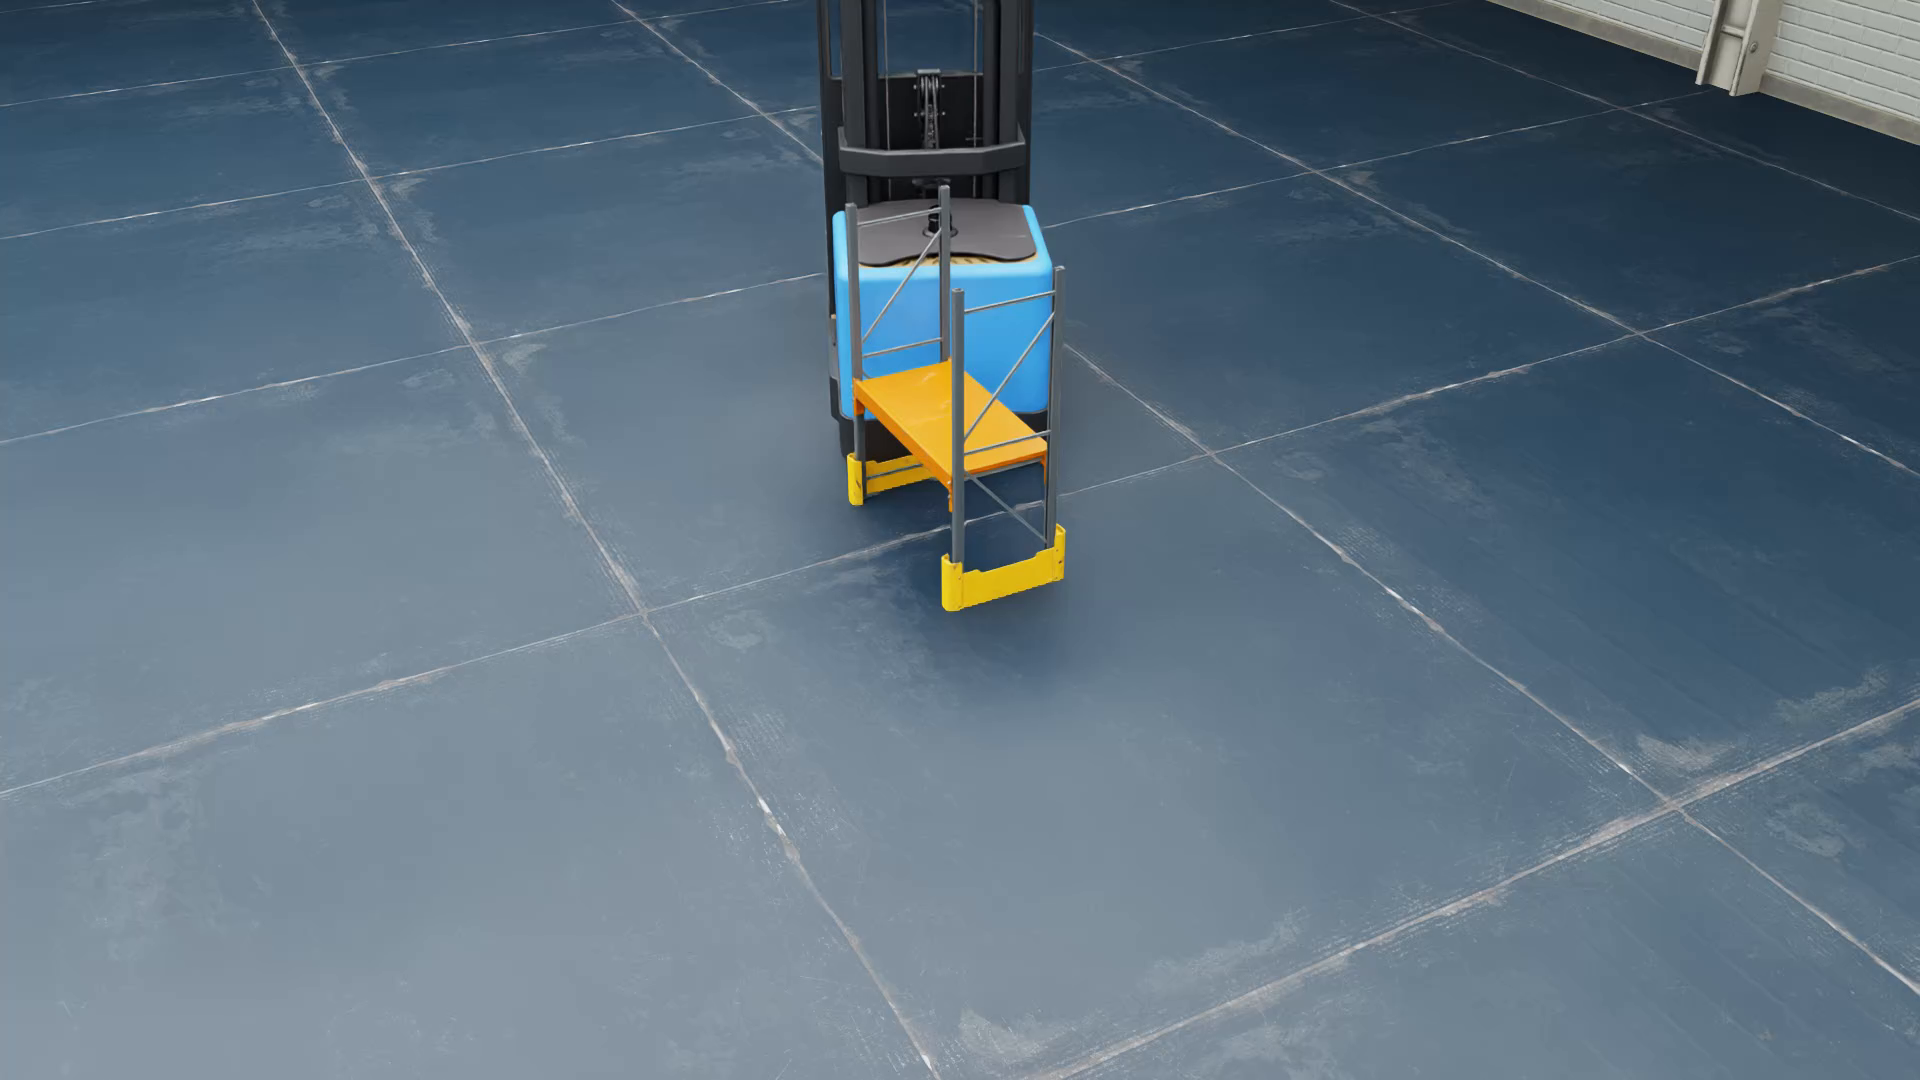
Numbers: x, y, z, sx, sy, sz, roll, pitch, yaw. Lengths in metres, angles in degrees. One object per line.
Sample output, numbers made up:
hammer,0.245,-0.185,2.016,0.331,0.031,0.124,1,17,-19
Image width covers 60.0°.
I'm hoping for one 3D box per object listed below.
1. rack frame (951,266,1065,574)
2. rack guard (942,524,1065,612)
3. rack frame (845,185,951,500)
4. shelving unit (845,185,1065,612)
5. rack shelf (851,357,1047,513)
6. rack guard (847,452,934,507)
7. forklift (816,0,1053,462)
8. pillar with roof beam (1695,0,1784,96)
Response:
rack frame,0.194,-0.403,6.988,0.500,1.500,0.032,-16,36,-23
rack guard,0.194,0.123,7.327,0.587,0.250,0.087,-16,36,-23
rack frame,-0.273,-0.890,7.749,0.500,1.500,0.032,-16,36,-23
shelving unit,-0.035,-0.642,7.362,0.587,1.500,1.083,-16,36,-23
rack shelf,-0.039,-0.495,7.466,0.538,0.185,1.000,-16,36,-23
rack guard,-0.264,-0.354,8.071,0.587,0.250,0.087,-16,36,-23
forklift,-0.198,-2.388,8.760,1.130,2.935,3.031,-3,33,-4
pillar with roof beam,2.418,-6.381,9.368,9.100,9.000,0.400,-16,36,-23
